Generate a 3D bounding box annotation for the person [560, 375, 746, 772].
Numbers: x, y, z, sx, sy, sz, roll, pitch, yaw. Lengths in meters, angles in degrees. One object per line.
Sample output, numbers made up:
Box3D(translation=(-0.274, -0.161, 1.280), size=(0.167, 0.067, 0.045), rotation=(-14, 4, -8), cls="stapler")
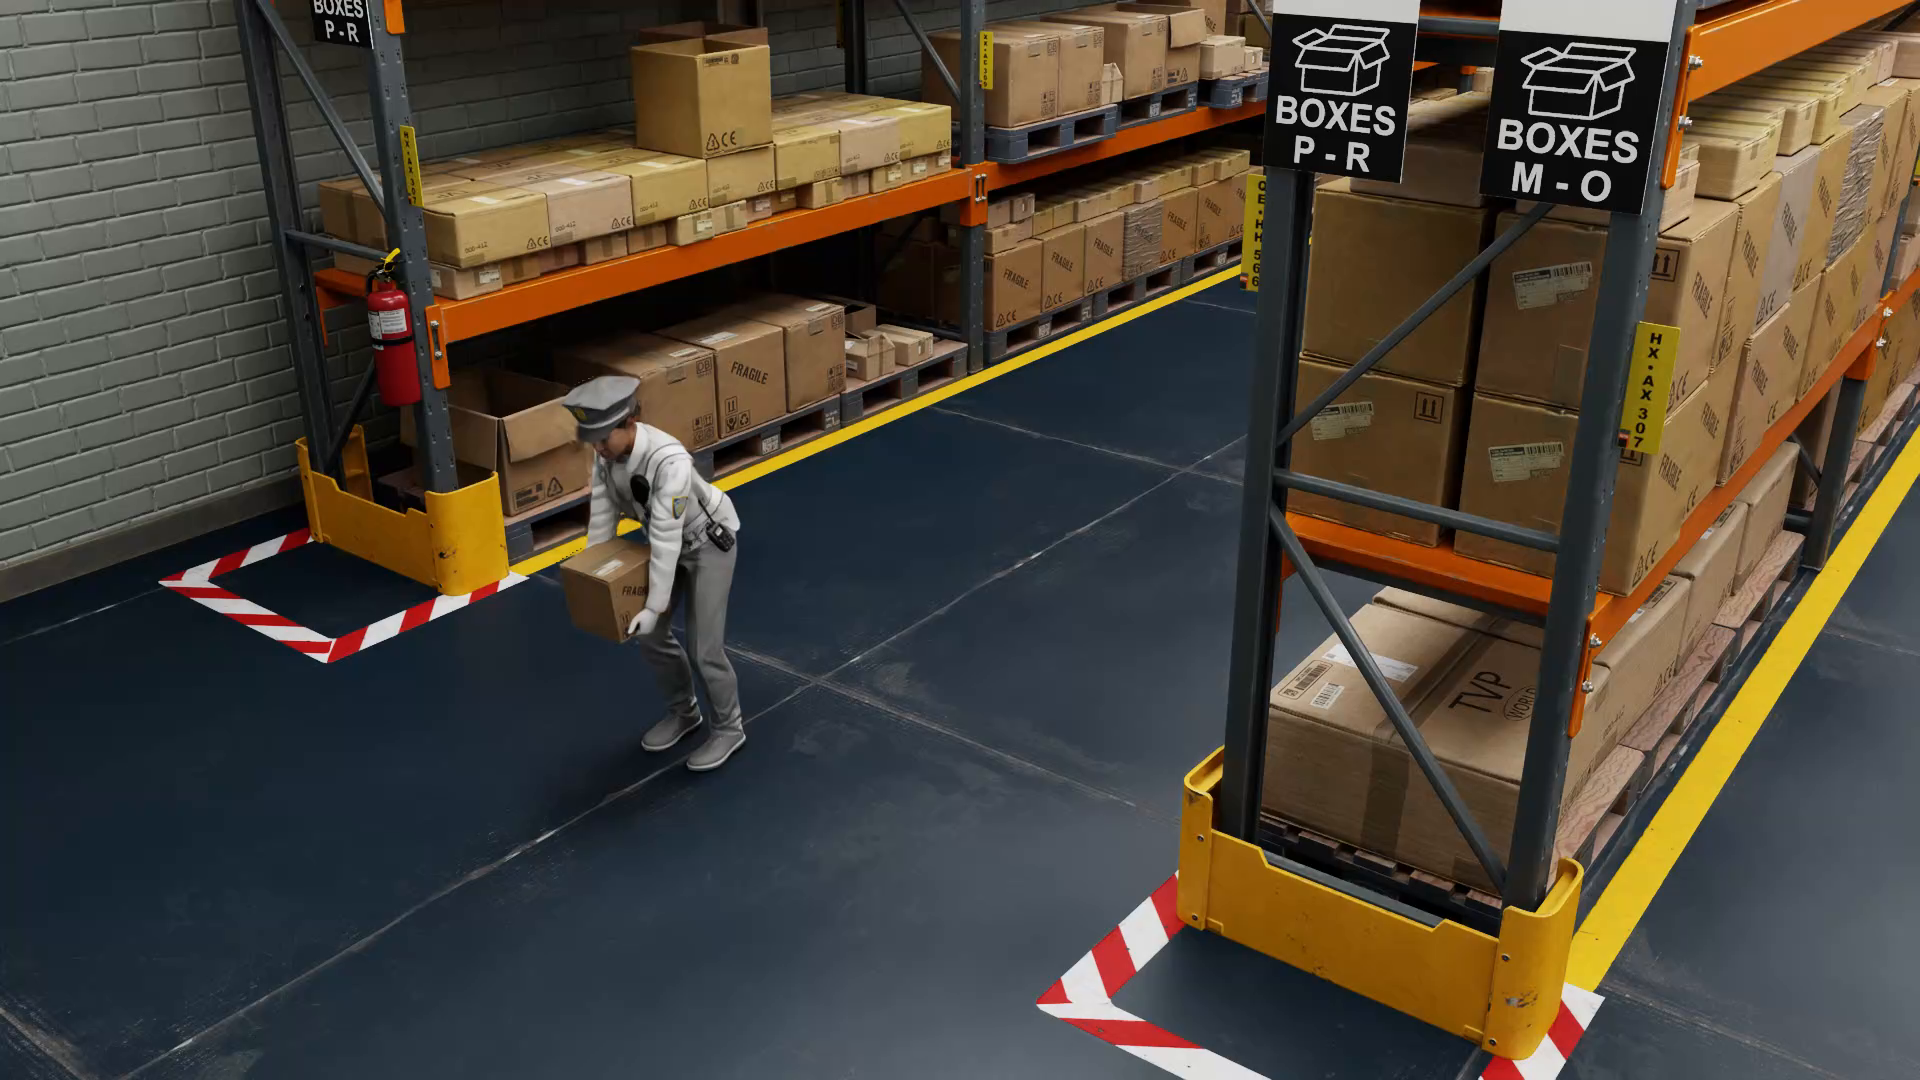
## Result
Box3D(translation=(-1.075, 0.123, 5.970), size=(0.414, 1.551, 0.650), rotation=(16, 28, 32), cls="person")
